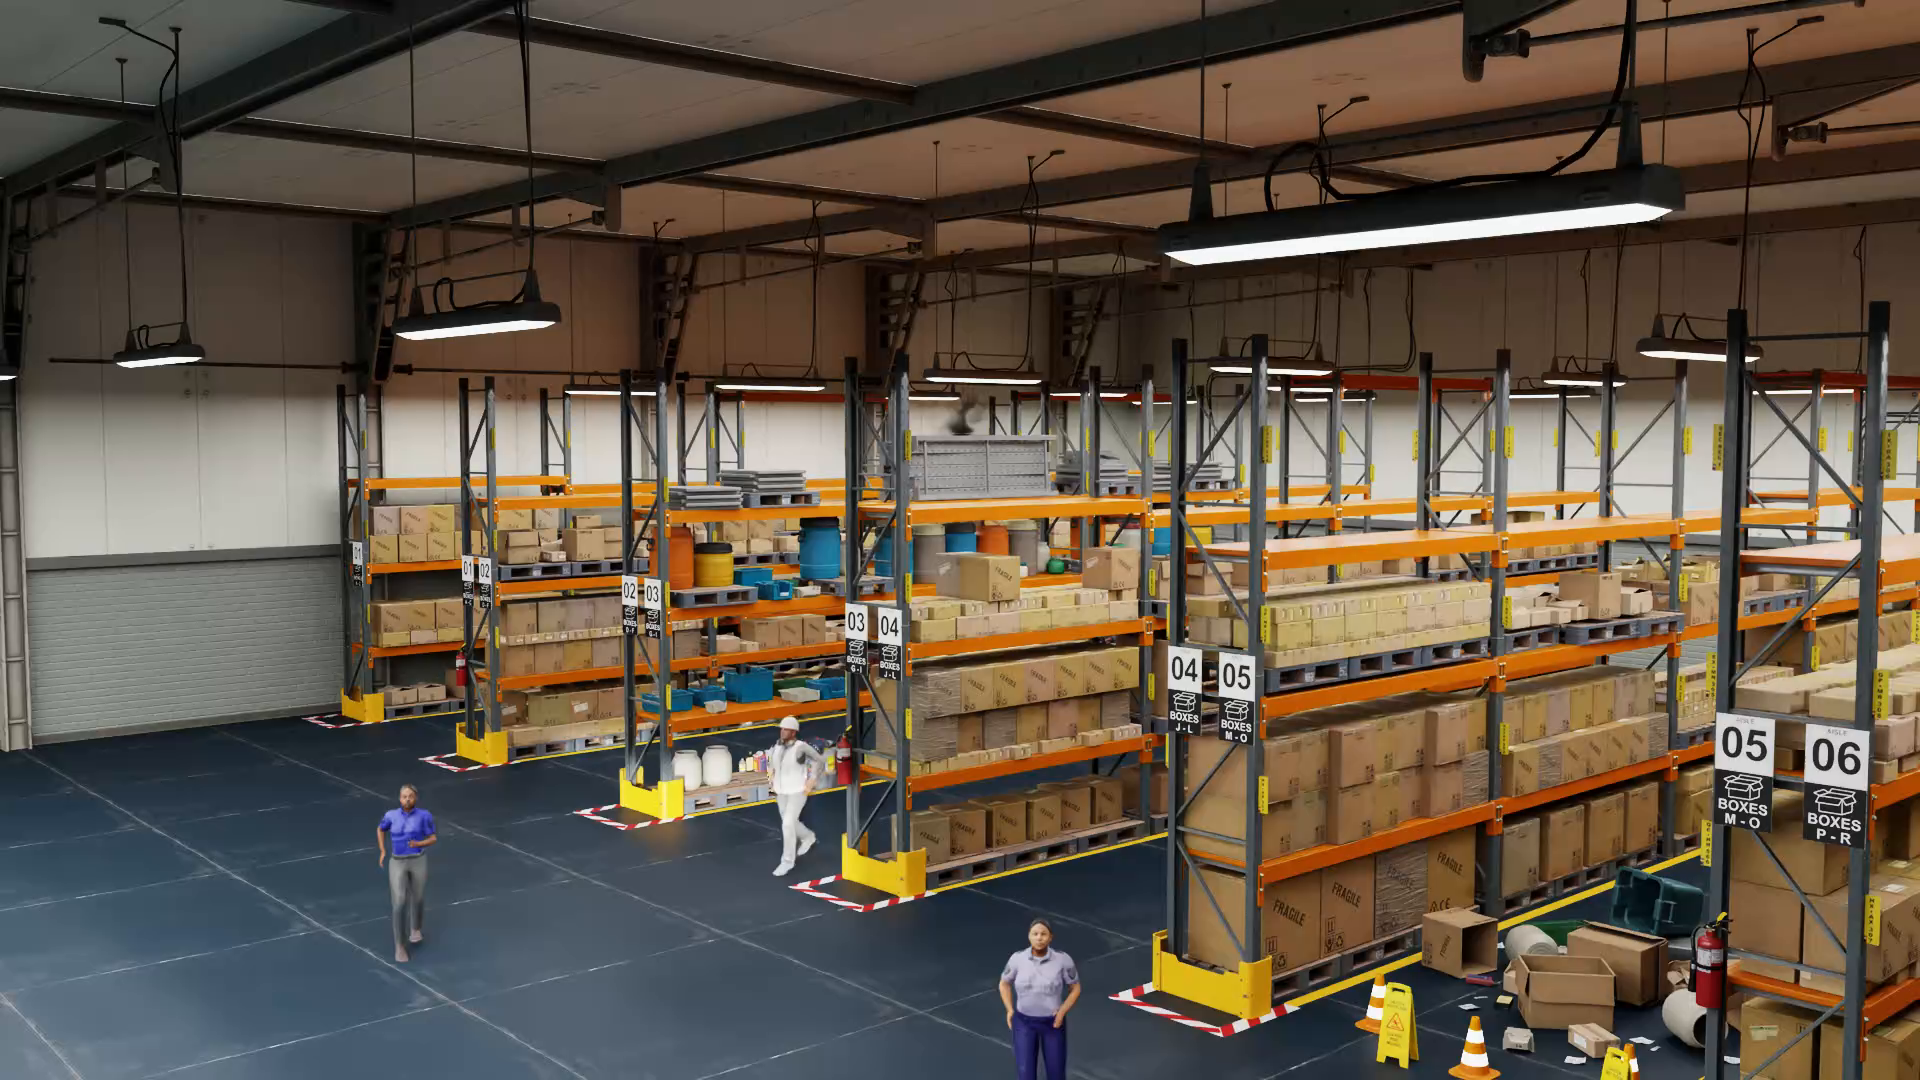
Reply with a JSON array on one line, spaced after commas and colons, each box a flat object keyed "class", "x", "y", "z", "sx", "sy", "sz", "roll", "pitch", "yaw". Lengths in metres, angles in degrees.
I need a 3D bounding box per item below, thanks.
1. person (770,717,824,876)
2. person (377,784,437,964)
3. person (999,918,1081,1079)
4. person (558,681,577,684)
[{"class": "person", "x": -1.978, "y": 2.984, "z": 19.681, "sx": 0.710, "sy": 1.806, "sz": 0.903, "roll": 3, "pitch": 5, "yaw": 37}, {"class": "person", "x": -5.453, "y": 3.262, "z": 16.428, "sx": 0.545, "sy": 1.720, "sz": 0.768, "roll": -1, "pitch": 4, "yaw": -21}, {"class": "person", "x": 0.580, "y": 3.563, "z": 12.206, "sx": 0.609, "sy": 1.595, "sz": 0.615, "roll": 0, "pitch": 4, "yaw": 7}, {"class": "person", "x": -6.824, "y": 2.391, "z": 29.012, "sx": 0.718, "sy": 1.750, "sz": 0.721, "roll": -3, "pitch": 5, "yaw": -43}]
